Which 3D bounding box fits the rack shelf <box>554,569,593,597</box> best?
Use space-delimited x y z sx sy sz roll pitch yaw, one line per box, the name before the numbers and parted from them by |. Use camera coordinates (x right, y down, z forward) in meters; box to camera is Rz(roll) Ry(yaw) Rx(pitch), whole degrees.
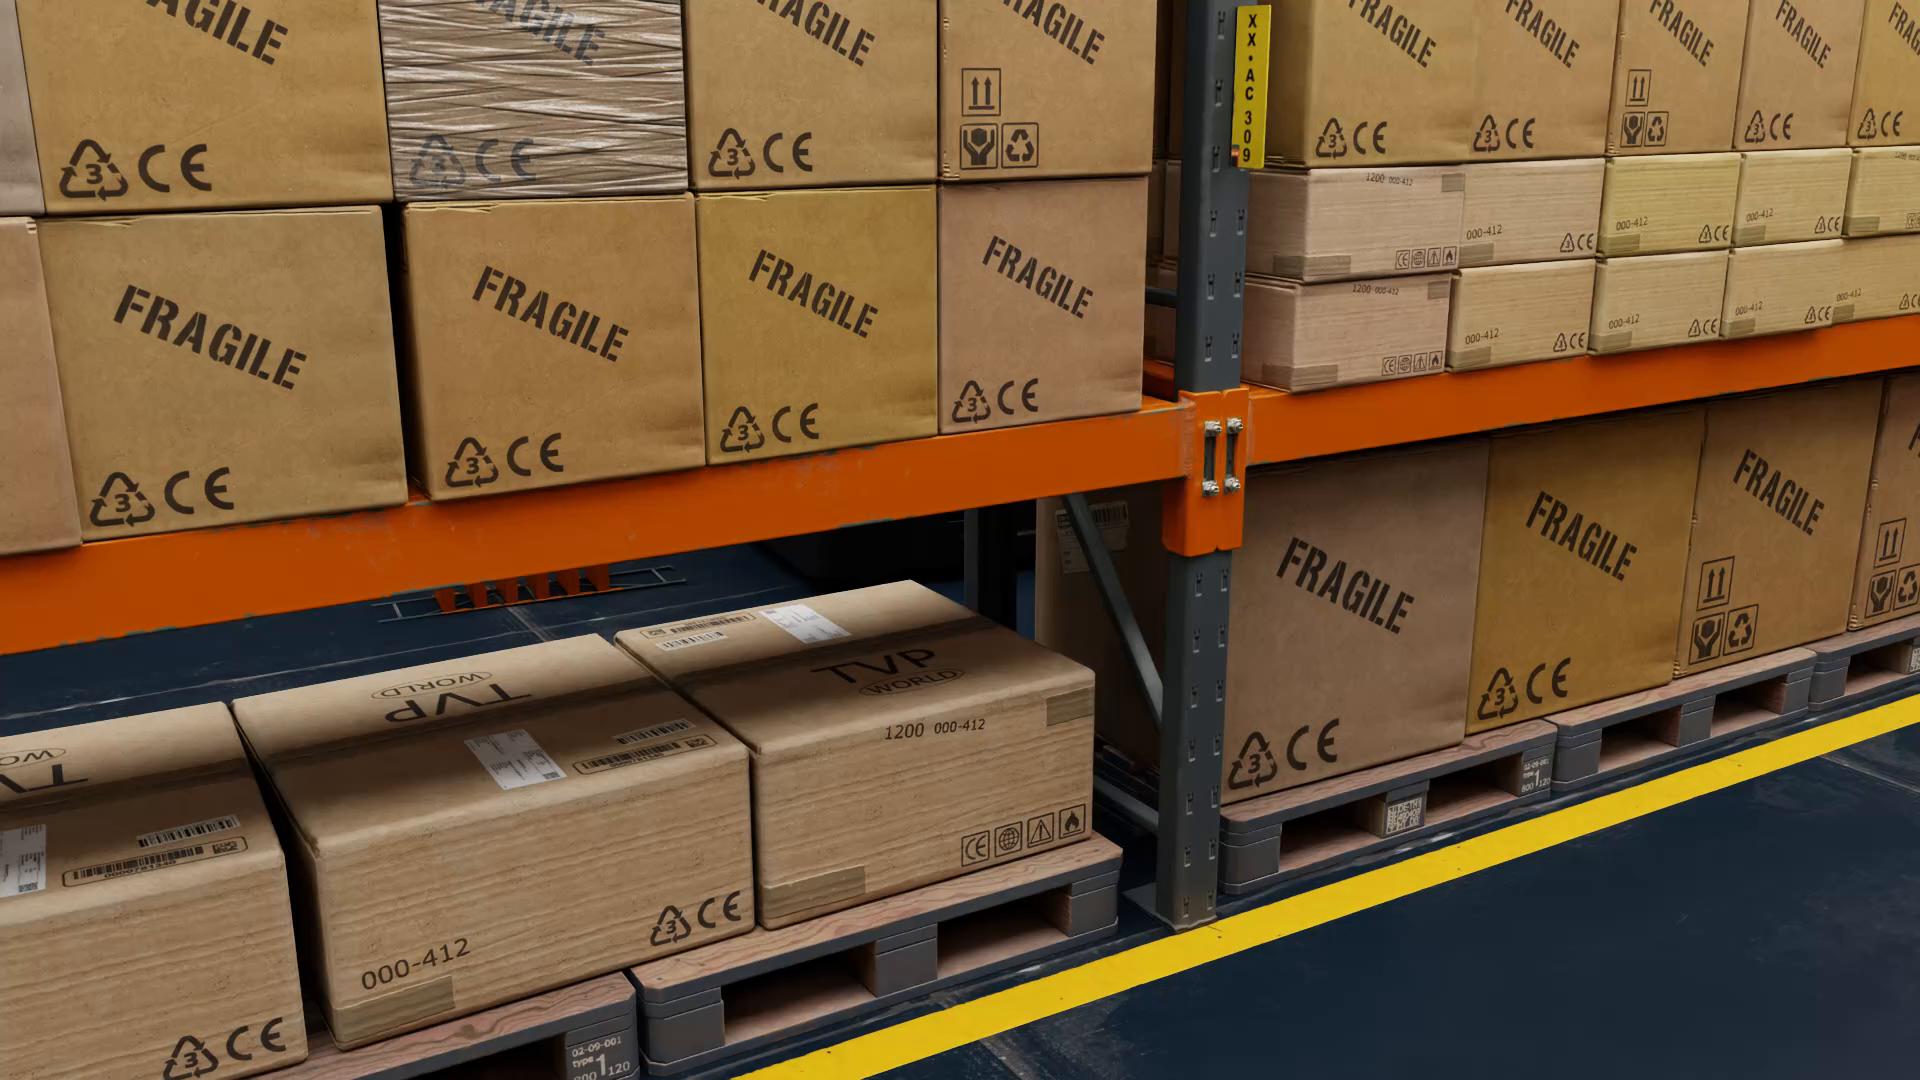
rack shelf | -1.558 0.103 6.676 0.103 0.180 0.258 -8 17 -24

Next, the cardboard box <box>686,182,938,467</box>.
cardboard box | -0.386 -0.467 3.334 0.500 0.500 0.500 -10 18 -31

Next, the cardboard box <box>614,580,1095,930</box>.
cardboard box | -0.276 0.479 4.114 0.875 0.438 0.875 -10 18 -31

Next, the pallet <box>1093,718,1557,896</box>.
pallet | 0.941 0.603 4.869 1.213 0.211 1.003 -9 18 -30

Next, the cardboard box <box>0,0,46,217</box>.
cardboard box | -1.676 -0.737 2.442 0.500 0.500 0.500 -9 18 -30

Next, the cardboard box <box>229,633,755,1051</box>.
cardboard box | -1.043 0.603 3.670 0.875 0.438 0.875 -10 18 -31

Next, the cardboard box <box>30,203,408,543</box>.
cardboard box | -1.266 -0.325 2.825 0.500 0.500 0.500 -9 18 -28

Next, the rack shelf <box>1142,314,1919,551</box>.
rack shelf | 2.032 -0.547 5.137 4.000 0.370 1.077 -9 18 -30

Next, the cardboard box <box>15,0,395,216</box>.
cardboard box | -1.249 -0.806 2.690 0.500 0.500 0.500 -9 18 -29

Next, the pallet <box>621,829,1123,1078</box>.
pallet | -0.374 0.815 4.112 1.213 0.211 1.003 -9 18 -30

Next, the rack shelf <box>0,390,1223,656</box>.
rack shelf | -1.396 0.009 3.153 4.000 0.370 1.077 -9 18 -30

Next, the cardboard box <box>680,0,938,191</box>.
cardboard box | -0.383 -0.947 3.192 0.500 0.500 0.500 -10 18 -31

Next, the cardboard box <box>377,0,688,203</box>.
cardboard box | -0.815 -0.874 2.932 0.500 0.500 0.500 -9 18 -29

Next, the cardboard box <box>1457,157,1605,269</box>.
cardboard box | 1.273 -0.859 4.268 0.500 0.250 0.500 -9 18 -29

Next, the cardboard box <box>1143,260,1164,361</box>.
cardboard box | 0.573 -0.664 4.498 0.500 0.250 0.500 -10 18 -31

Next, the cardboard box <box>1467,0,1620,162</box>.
cardboard box | 1.265 -1.217 4.155 0.500 0.500 0.500 -9 18 -30

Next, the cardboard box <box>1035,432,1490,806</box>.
cardboard box | 0.808 0.101 4.651 0.875 0.875 0.875 -9 18 -28

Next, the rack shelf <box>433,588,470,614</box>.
rack shelf | -1.991 0.161 6.478 0.103 0.180 0.258 -8 17 -24

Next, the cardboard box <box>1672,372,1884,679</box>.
cardboard box | 2.345 -0.151 5.549 0.875 0.875 0.875 -9 18 -29

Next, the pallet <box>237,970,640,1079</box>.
pallet | -1.421 0.986 3.503 1.213 0.211 1.003 -9 18 -30

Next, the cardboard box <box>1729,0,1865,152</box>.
cardboard box | 2.136 -1.359 4.664 0.500 0.500 0.500 -10 18 -31

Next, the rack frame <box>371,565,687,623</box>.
rack frame | -1.706 0.211 6.633 1.200 0.006 0.240 -8 17 -24

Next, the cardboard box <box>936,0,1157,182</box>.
cardboard box | 0.056 -1.015 3.437 0.500 0.500 0.500 -9 18 -30

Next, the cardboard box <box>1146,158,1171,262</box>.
cardboard box | 0.571 -0.901 4.420 0.500 0.250 0.500 -9 18 -30

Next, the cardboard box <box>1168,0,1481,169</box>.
cardboard box | 0.843 -1.140 3.880 0.500 0.500 0.500 -9 18 -29

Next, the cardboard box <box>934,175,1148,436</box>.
cardboard box | 0.052 -0.540 3.593 0.500 0.500 0.500 -9 18 -29

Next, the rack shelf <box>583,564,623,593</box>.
rack shelf | -1.450 0.088 6.725 0.103 0.180 0.258 -8 17 -24

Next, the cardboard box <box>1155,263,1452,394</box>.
cardboard box | 0.831 -0.543 4.068 0.500 0.250 0.500 -10 18 -31

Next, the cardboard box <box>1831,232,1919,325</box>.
cardboard box | 2.577 -0.828 5.084 0.500 0.250 0.500 -9 18 -30

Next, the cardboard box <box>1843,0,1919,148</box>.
cardboard box | 2.574 -1.428 4.908 0.500 0.500 0.500 -9 18 -30

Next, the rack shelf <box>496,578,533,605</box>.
rack shelf | -1.775 0.132 6.577 0.103 0.180 0.258 -8 17 -24

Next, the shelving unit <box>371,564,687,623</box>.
shelving unit | -1.706 0.123 6.608 1.200 0.189 0.258 -8 17 -24

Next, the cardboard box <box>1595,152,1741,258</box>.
cardboard box | 1.719 -0.923 4.496 0.500 0.250 0.500 -9 18 -29

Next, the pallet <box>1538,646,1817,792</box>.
pallet | 1.987 0.432 5.478 1.213 0.211 1.003 -9 18 -30

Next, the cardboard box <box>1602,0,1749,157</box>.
cardboard box | 1.696 -1.286 4.402 0.500 0.500 0.500 -10 18 -31

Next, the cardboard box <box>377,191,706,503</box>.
cardboard box | -0.810 -0.394 3.072 0.500 0.500 0.500 -10 18 -31

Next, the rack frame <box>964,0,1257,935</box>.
rack frame | 0.318 -0.615 4.048 0.127 3.000 1.000 -9 18 -30

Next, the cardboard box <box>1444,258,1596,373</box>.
cardboard box | 1.274 -0.616 4.326 0.500 0.250 0.500 -10 18 -31

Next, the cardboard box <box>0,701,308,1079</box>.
cardboard box | -1.816 0.728 3.224 0.875 0.438 0.875 -9 18 -28

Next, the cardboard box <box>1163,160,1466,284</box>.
cardboard box | 0.840 -0.780 3.986 0.500 0.250 0.500 -10 18 -31

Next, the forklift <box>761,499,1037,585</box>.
forklift | 0.562 -1.484 7.274 3.031 2.935 1.130 -7 17 -25

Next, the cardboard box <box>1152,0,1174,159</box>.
cardboard box | 0.572 -1.265 4.328 0.500 0.500 0.500 -9 18 -28

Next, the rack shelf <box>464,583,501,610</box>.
rack shelf | -1.883 0.147 6.528 0.103 0.180 0.258 -8 17 -24

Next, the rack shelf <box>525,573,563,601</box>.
rack shelf | -1.666 0.118 6.627 0.103 0.180 0.258 -8 17 -24

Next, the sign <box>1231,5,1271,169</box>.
sign | 0.605 -0.942 3.463 0.005 0.325 0.100 -9 18 -30

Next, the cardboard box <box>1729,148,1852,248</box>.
cardboard box | 2.151 -0.994 4.748 0.500 0.250 0.500 -10 18 -31

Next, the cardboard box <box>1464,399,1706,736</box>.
cardboard box | 1.578 -0.027 5.106 0.875 0.875 0.875 -9 18 -28

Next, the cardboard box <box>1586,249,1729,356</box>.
cardboard box | 1.721 -0.683 4.567 0.500 0.250 0.500 -9 18 -30

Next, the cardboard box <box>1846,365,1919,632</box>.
cardboard box | 3.112 -0.274 5.987 0.875 0.875 0.875 -9 18 -30

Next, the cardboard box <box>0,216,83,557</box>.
cardboard box | -1.687 -0.251 2.563 0.500 0.500 0.500 -9 18 -30

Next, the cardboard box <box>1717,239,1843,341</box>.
cardboard box | 2.155 -0.750 4.807 0.500 0.250 0.500 -10 18 -31

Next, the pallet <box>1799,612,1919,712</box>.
pallet | 3.032 0.263 6.079 1.213 0.211 1.003 -9 18 -30

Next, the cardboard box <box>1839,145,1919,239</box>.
cardboard box | 2.596 -1.066 5.006 0.500 0.250 0.500 -10 18 -31
